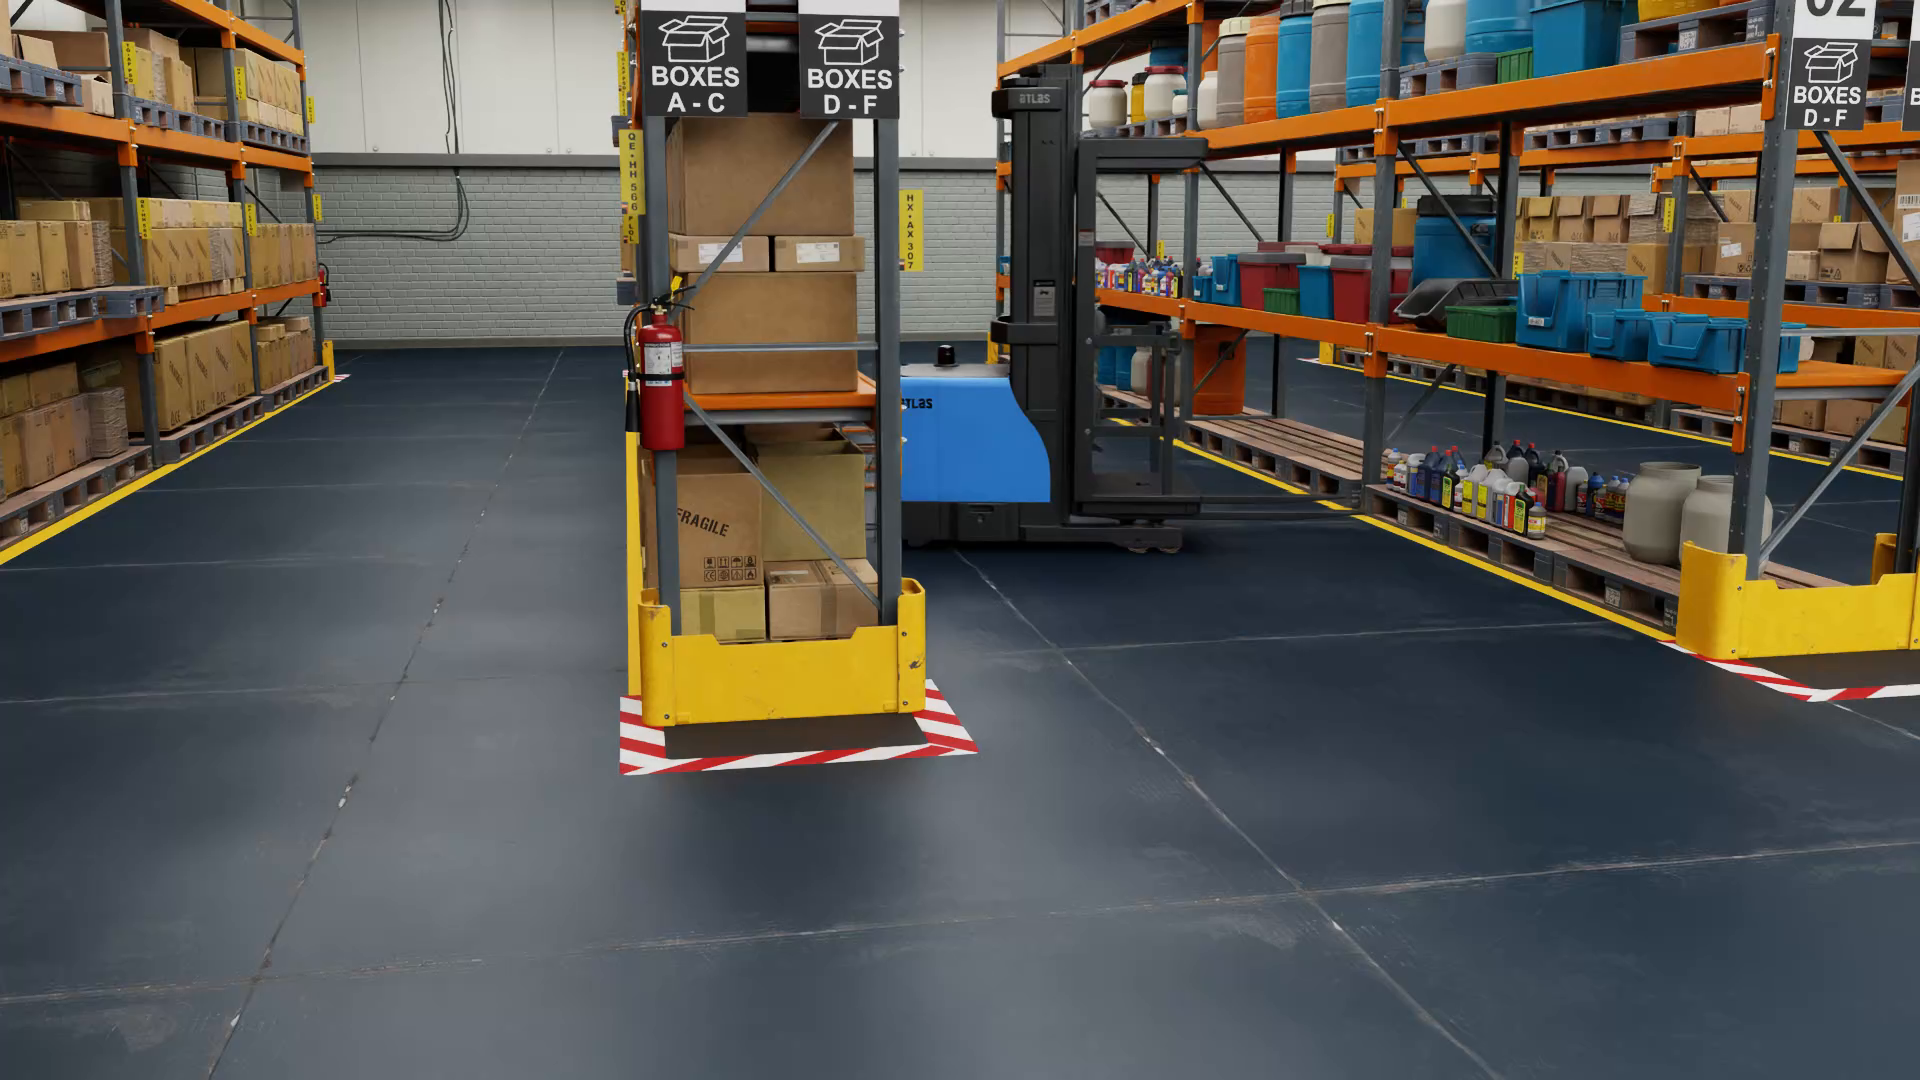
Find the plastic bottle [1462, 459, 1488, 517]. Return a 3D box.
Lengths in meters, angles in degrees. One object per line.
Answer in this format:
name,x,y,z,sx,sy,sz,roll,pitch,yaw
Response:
plastic bottle,3.205,-0.326,10.293,0.144,0.351,0.185,-2,11,-11

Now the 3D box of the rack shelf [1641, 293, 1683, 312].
rack shelf,7.027,-2.614,18.330,1.077,0.370,4.000,-2,11,-11

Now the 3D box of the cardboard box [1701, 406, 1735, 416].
cardboard box,7.566,-1.466,15.886,0.700,0.500,0.500,-3,11,-14

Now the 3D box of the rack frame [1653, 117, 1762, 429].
rack frame,7.416,-2.600,16.336,1.000,3.000,0.127,-2,11,-11

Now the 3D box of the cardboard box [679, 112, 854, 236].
cardboard box,-0.834,-1.556,7.110,0.700,0.500,0.500,-2,11,-11

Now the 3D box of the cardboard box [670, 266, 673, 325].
cardboard box,-1.322,-1.379,9.649,0.700,0.500,0.500,-2,11,-12

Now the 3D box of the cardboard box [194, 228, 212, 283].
cardboard box,-7.300,-2.646,15.459,0.500,0.500,0.500,-2,11,-9

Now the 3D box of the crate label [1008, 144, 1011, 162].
crate label,0.865,-5.107,21.881,0.408,0.251,0.502,-2,11,-11

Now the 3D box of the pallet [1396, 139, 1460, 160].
pallet,6.256,-5.138,21.881,1.003,0.211,1.213,-2,11,-11

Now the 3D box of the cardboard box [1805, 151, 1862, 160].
cardboard box,11.163,-4.976,21.195,0.500,0.250,0.500,-2,11,-10

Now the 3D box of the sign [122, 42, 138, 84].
sign,-6.627,-3.807,13.269,0.100,0.325,0.005,-2,11,-11

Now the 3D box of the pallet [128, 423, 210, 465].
pallet,-7.239,-0.837,14.531,1.003,0.211,1.213,-2,11,-11

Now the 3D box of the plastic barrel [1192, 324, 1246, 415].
plastic barrel,2.446,-1.649,16.021,0.600,0.830,0.708,-2,11,-11

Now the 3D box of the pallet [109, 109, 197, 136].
pallet,-7.557,-3.762,14.921,1.003,0.211,1.213,-2,11,-8

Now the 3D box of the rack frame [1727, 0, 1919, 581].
rack frame,4.114,-0.953,7.680,1.000,3.000,0.127,-2,11,-11

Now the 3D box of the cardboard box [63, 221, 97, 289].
cardboard box,-6.923,-2.138,12.462,0.700,0.500,0.500,-3,11,-16

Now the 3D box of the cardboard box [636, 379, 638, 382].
cardboard box,-2.488,-1.265,14.051,0.500,0.311,0.500,-2,11,-9

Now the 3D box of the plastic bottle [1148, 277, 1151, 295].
plastic bottle,1.917,-2.535,16.522,0.097,0.201,0.097,0,11,0

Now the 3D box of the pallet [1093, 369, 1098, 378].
pallet,1.599,-1.917,20.206,1.003,0.211,1.213,-2,11,-11

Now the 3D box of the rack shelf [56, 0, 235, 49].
rack shelf,-7.549,-4.824,14.967,1.077,0.370,4.000,-2,11,-11

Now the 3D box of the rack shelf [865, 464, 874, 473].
rack shelf,-0.641,-0.430,10.621,0.258,0.103,0.180,0,11,2

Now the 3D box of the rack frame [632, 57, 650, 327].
rack frame,-1.523,-1.507,10.592,1.000,3.000,0.127,-2,11,-11

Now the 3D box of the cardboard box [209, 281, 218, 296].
cardboard box,-7.424,-2.440,16.112,0.380,0.149,0.250,-2,11,-11

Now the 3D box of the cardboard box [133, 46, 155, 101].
cardboard box,-7.560,-4.083,14.658,0.700,0.500,0.500,-2,11,-8

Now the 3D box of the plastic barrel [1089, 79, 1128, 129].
plastic barrel,1.637,-4.795,18.356,0.433,0.535,0.433,0,11,0

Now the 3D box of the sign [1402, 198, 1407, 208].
sign,6.395,-4.770,24.004,0.100,0.325,0.005,-2,11,-11

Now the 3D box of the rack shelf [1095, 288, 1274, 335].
rack shelf,2.169,-2.434,17.384,1.077,0.370,4.000,-2,11,-11

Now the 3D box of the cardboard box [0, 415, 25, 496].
cardboard box,-6.691,-0.542,11.029,0.700,0.500,0.500,-2,11,-12

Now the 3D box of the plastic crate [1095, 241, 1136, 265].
plastic crate,1.852,-3.388,20.140,0.402,0.464,0.583,-2,11,-11

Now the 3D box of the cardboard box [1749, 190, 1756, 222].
cardboard box,10.975,-4.448,22.304,0.500,0.500,0.500,-2,11,-10

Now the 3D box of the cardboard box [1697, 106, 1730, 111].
cardboard box,7.256,-4.273,15.497,0.500,0.500,0.500,-2,11,-10

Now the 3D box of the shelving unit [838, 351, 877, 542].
shelving unit,-0.642,-0.592,10.590,0.258,1.200,0.189,0,11,2

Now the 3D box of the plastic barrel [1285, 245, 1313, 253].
plastic barrel,2.968,-2.294,14.428,0.421,0.512,0.421,0,11,0

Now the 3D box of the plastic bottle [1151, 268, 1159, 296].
plastic bottle,1.936,-2.551,16.422,0.097,0.271,0.097,0,11,0

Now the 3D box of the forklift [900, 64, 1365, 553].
forklift,1.027,-1.459,10.524,3.031,2.935,1.130,0,11,2

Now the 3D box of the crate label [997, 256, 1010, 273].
crate label,0.727,-3.777,22.807,0.416,0.233,0.303,-2,11,-11

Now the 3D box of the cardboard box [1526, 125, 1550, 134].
cardboard box,6.764,-4.765,18.804,0.500,0.311,0.500,-3,11,-13

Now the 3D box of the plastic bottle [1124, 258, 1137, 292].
plastic bottle,1.787,-2.753,17.271,0.144,0.351,0.185,-2,11,-11

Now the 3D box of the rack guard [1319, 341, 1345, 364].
rack guard,5.856,-2.844,24.301,1.175,0.500,0.348,-2,11,-11

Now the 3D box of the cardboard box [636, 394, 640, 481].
cardboard box,-1.740,-0.635,10.233,0.500,0.500,0.500,-2,11,-11

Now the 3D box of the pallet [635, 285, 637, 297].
pallet,-2.684,-2.503,16.337,1.003,0.211,1.213,-2,11,-11

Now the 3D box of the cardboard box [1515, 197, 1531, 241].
cardboard box,6.771,-3.759,19.473,0.797,0.503,0.637,-2,11,-12

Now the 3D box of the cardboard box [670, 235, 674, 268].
cardboard box,-1.109,-1.299,7.498,0.380,0.149,0.250,-2,11,-12

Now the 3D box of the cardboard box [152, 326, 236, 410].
cardboard box,-7.508,-1.666,16.055,0.750,0.750,0.750,-2,11,-9

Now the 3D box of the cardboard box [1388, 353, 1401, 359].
cardboard box,6.240,-2.949,22.726,0.875,0.875,0.875,-2,11,-11

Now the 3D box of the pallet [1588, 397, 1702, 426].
pallet,7.337,-1.378,17.370,1.003,0.211,1.213,-2,11,-11

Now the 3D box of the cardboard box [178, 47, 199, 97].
cardboard box,-8.302,-4.937,17.594,0.500,0.500,0.500,-2,11,-11

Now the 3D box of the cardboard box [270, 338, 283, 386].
cardboard box,-8.077,-2.005,18.770,0.700,0.500,0.500,-2,11,-12

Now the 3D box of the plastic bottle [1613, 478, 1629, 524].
plastic bottle,4.000,-0.235,10.031,0.097,0.271,0.097,0,11,0

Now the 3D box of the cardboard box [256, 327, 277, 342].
cardboard box,-7.870,-2.301,18.590,0.380,0.149,0.250,-2,11,-9

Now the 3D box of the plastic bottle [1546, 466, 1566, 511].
plastic bottle,3.768,-0.332,10.508,0.061,0.283,0.133,-2,11,-11

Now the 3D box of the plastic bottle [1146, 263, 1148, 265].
plastic bottle,2.174,-3.032,18.937,0.152,0.276,0.135,-2,11,-11

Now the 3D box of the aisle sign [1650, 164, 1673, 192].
aisle sign,10.437,-5.509,24.665,0.394,0.787,0.004,-2,11,-11
